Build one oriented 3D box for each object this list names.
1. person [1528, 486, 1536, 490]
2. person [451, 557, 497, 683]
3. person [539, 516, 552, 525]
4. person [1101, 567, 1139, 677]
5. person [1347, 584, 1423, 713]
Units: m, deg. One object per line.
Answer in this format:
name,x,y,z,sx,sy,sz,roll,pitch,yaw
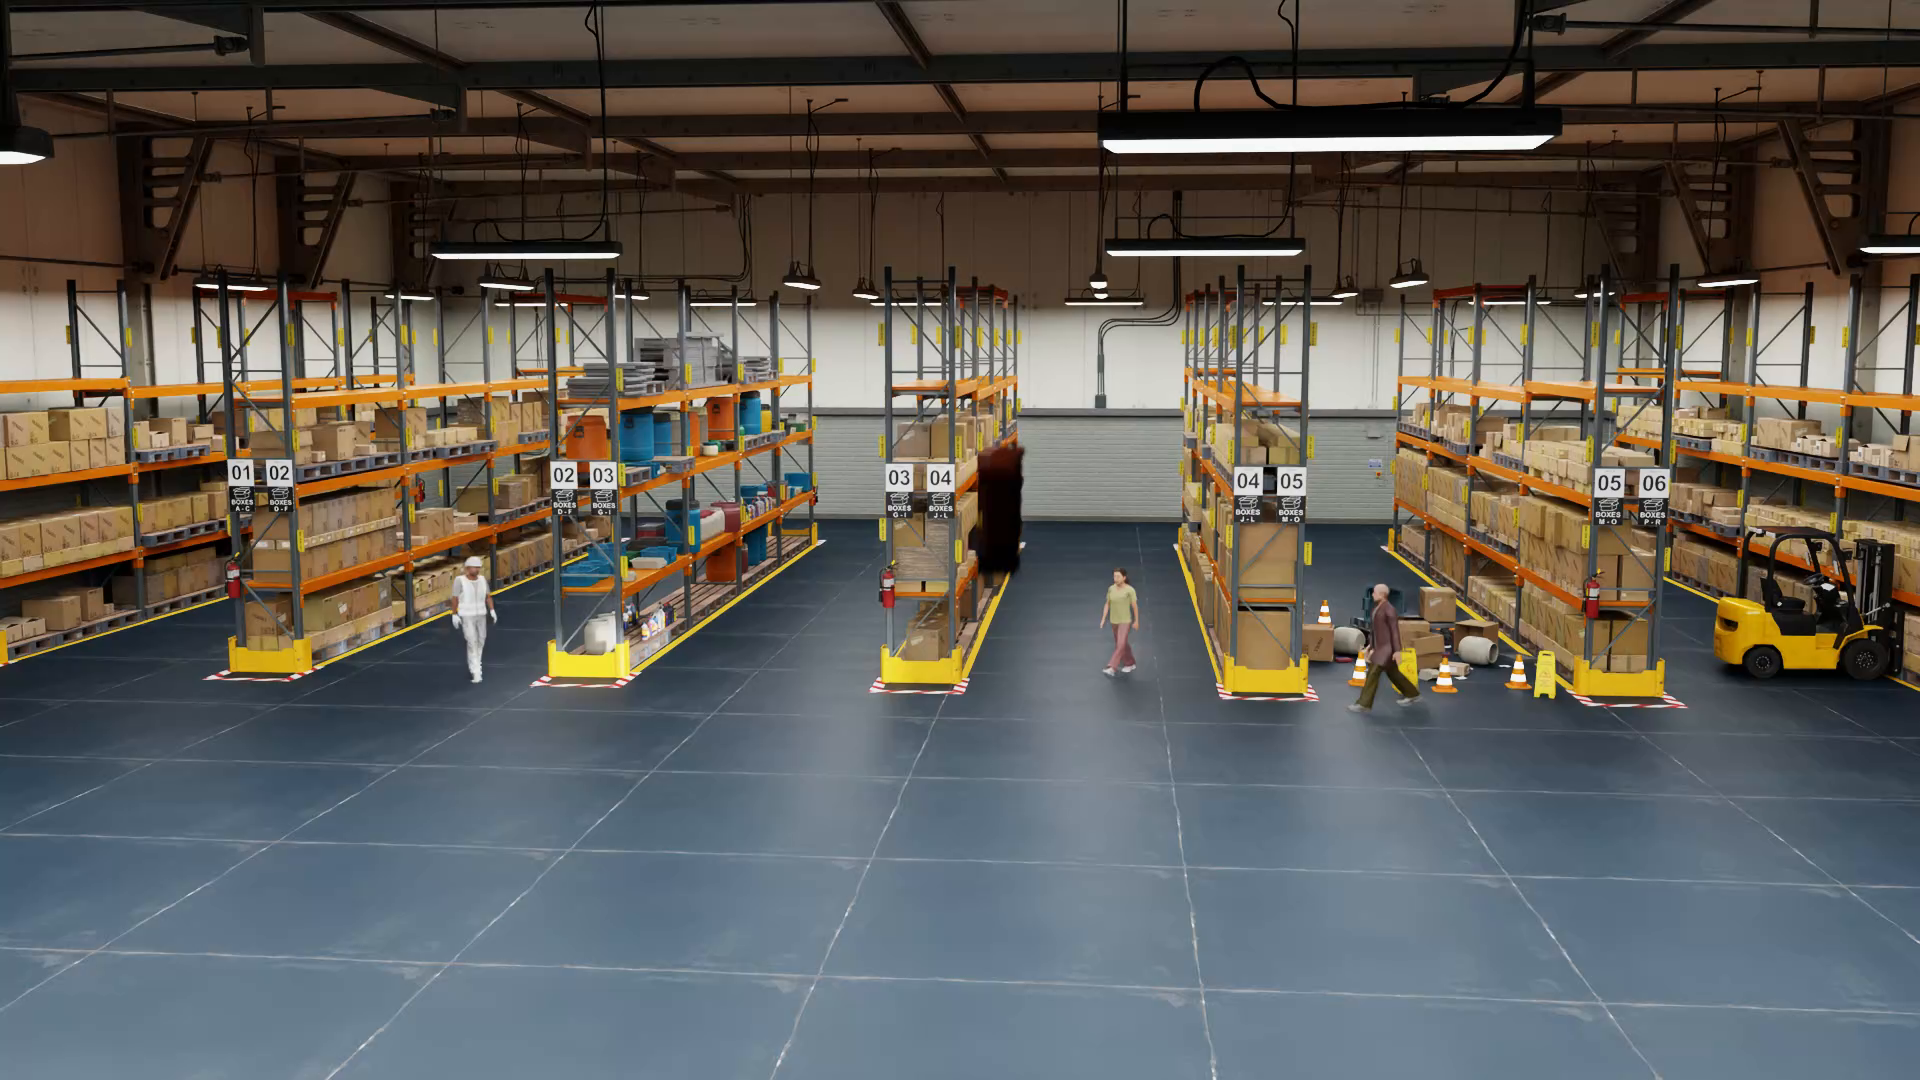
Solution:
person,14.436,-0.944,42.179,0.966,1.635,0.482,-2,7,-13
person,-7.116,1.153,24.529,0.692,1.794,0.576,7,10,44
person,-11.070,-1.281,44.449,0.683,1.747,0.524,1,7,7
person,2.311,1.208,24.532,0.470,1.614,1.073,6,9,42
person,5.699,1.442,22.247,1.141,1.731,0.644,-1,7,-10
